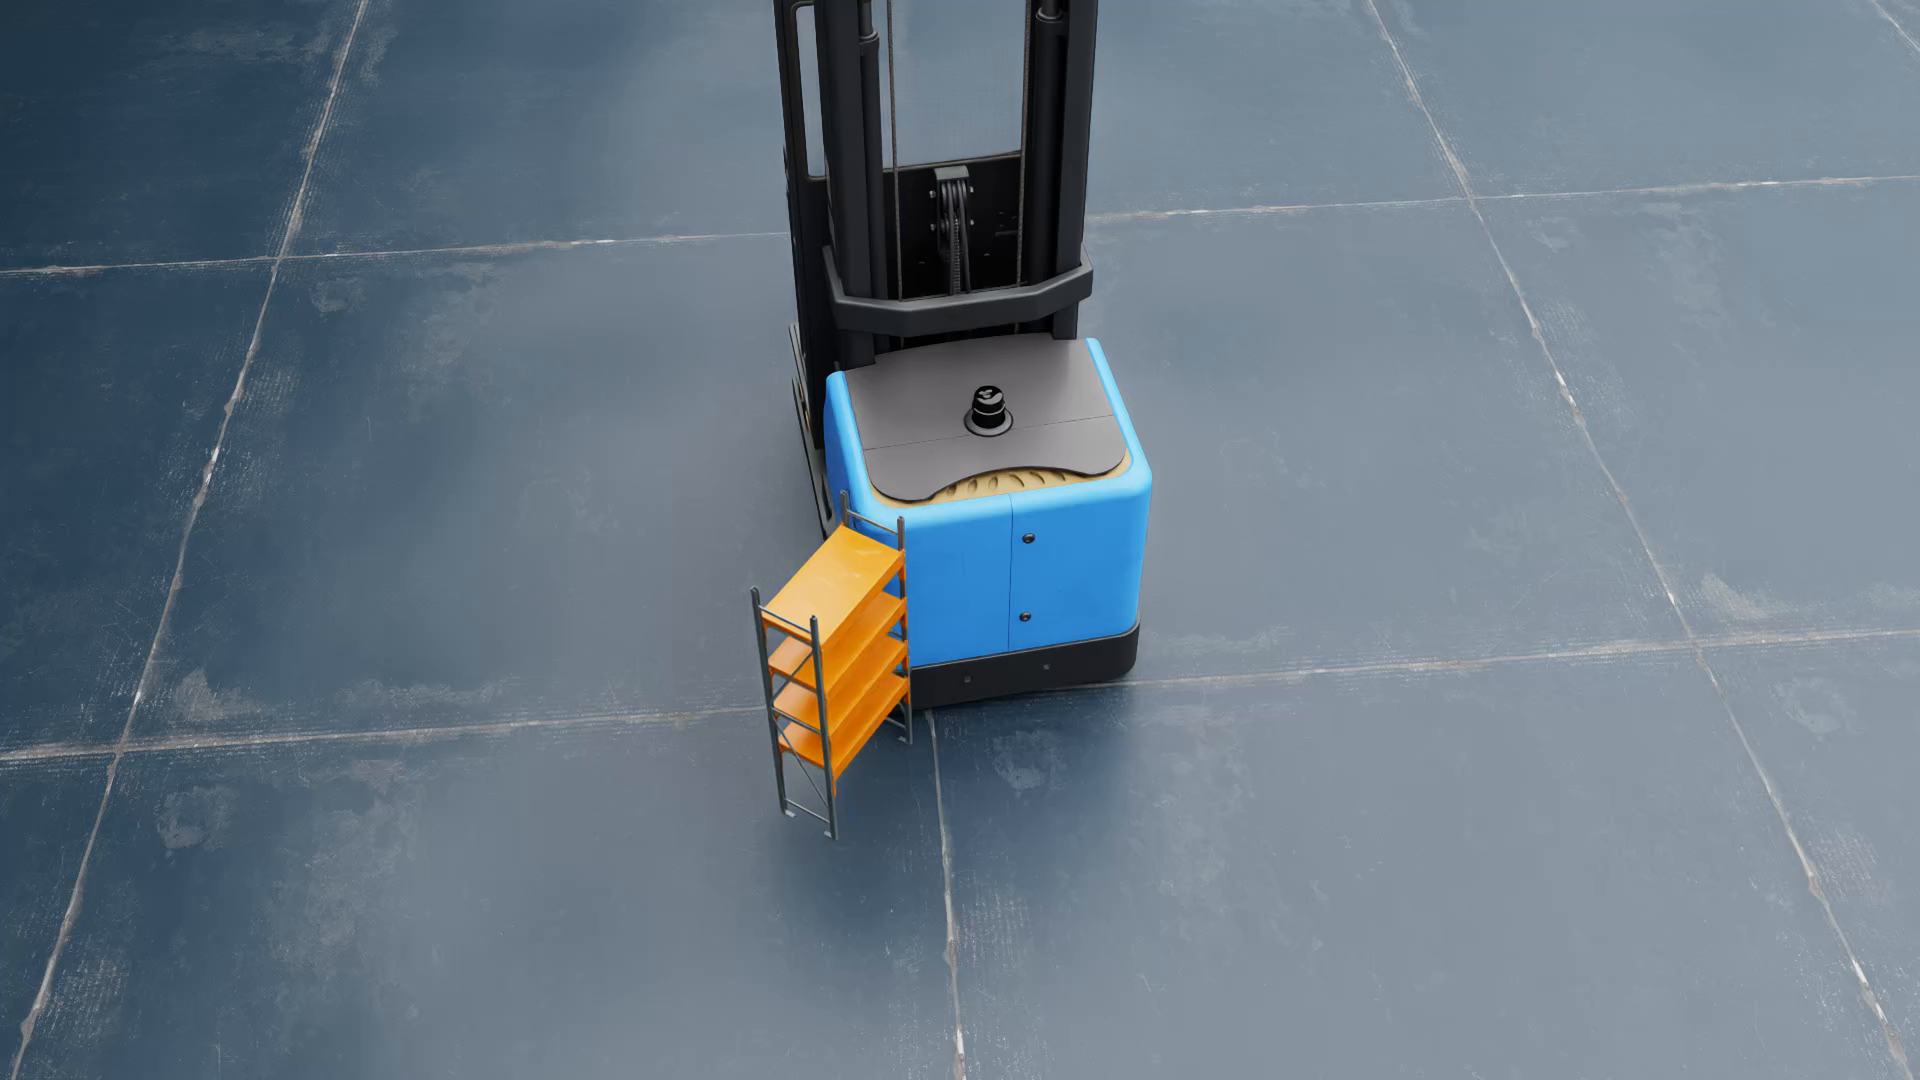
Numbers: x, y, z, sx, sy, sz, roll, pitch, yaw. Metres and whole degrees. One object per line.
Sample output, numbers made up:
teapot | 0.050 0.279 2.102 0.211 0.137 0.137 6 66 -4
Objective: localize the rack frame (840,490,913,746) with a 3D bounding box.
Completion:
rack frame | -0.282 0.300 5.776 0.240 1.200 0.015 24 51 21

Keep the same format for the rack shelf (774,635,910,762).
rack shelf | -0.409 0.498 5.682 0.258 0.148 0.480 24 51 21

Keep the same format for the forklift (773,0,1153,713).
forklift | -0.126 -1.454 6.245 1.130 2.935 3.031 -8 47 -8

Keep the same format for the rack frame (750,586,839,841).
rack frame | -0.536 0.603 5.489 0.240 1.200 0.015 24 51 21

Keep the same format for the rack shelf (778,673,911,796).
rack shelf | -0.409 0.634 5.826 0.258 0.148 0.480 24 51 21

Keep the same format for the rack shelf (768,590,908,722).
rack shelf | -0.409 0.344 5.519 0.258 0.148 0.480 24 51 21

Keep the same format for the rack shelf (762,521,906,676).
rack shelf | -0.409 0.181 5.347 0.258 0.148 0.480 24 51 21

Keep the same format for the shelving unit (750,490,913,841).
shelving unit | -0.409 0.451 5.633 0.258 1.200 0.503 24 51 21
